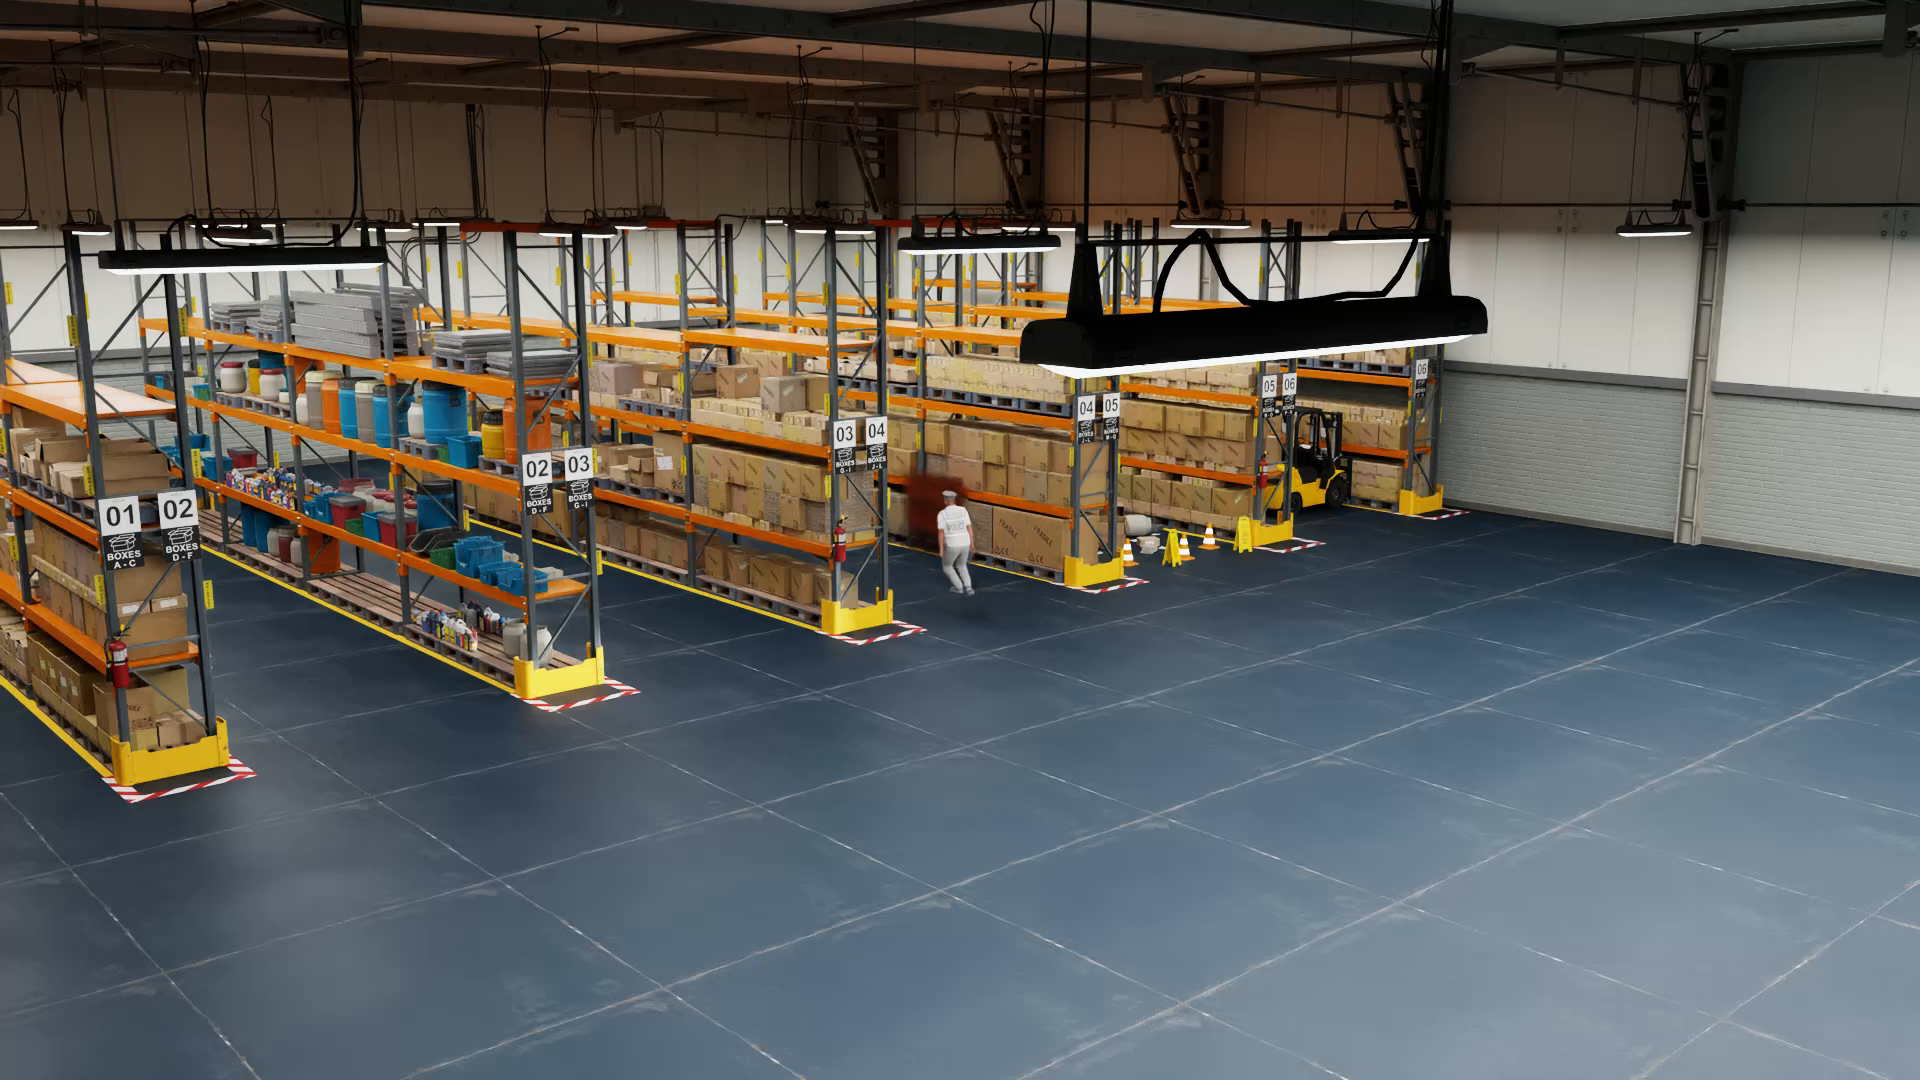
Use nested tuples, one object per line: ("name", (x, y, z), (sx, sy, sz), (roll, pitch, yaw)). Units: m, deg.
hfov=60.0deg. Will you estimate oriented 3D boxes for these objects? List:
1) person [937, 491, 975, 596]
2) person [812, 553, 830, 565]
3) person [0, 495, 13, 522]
("person", (-0.070, 0.085, 26.243), (0.589, 1.683, 0.515), (-6, 13, -29))
("person", (-2.343, -0.455, 28.664), (0.738, 1.659, 0.577), (9, 15, 38))
("person", (-17.462, -0.587, 30.560), (0.484, 1.609, 1.018), (-10, 15, -40))
